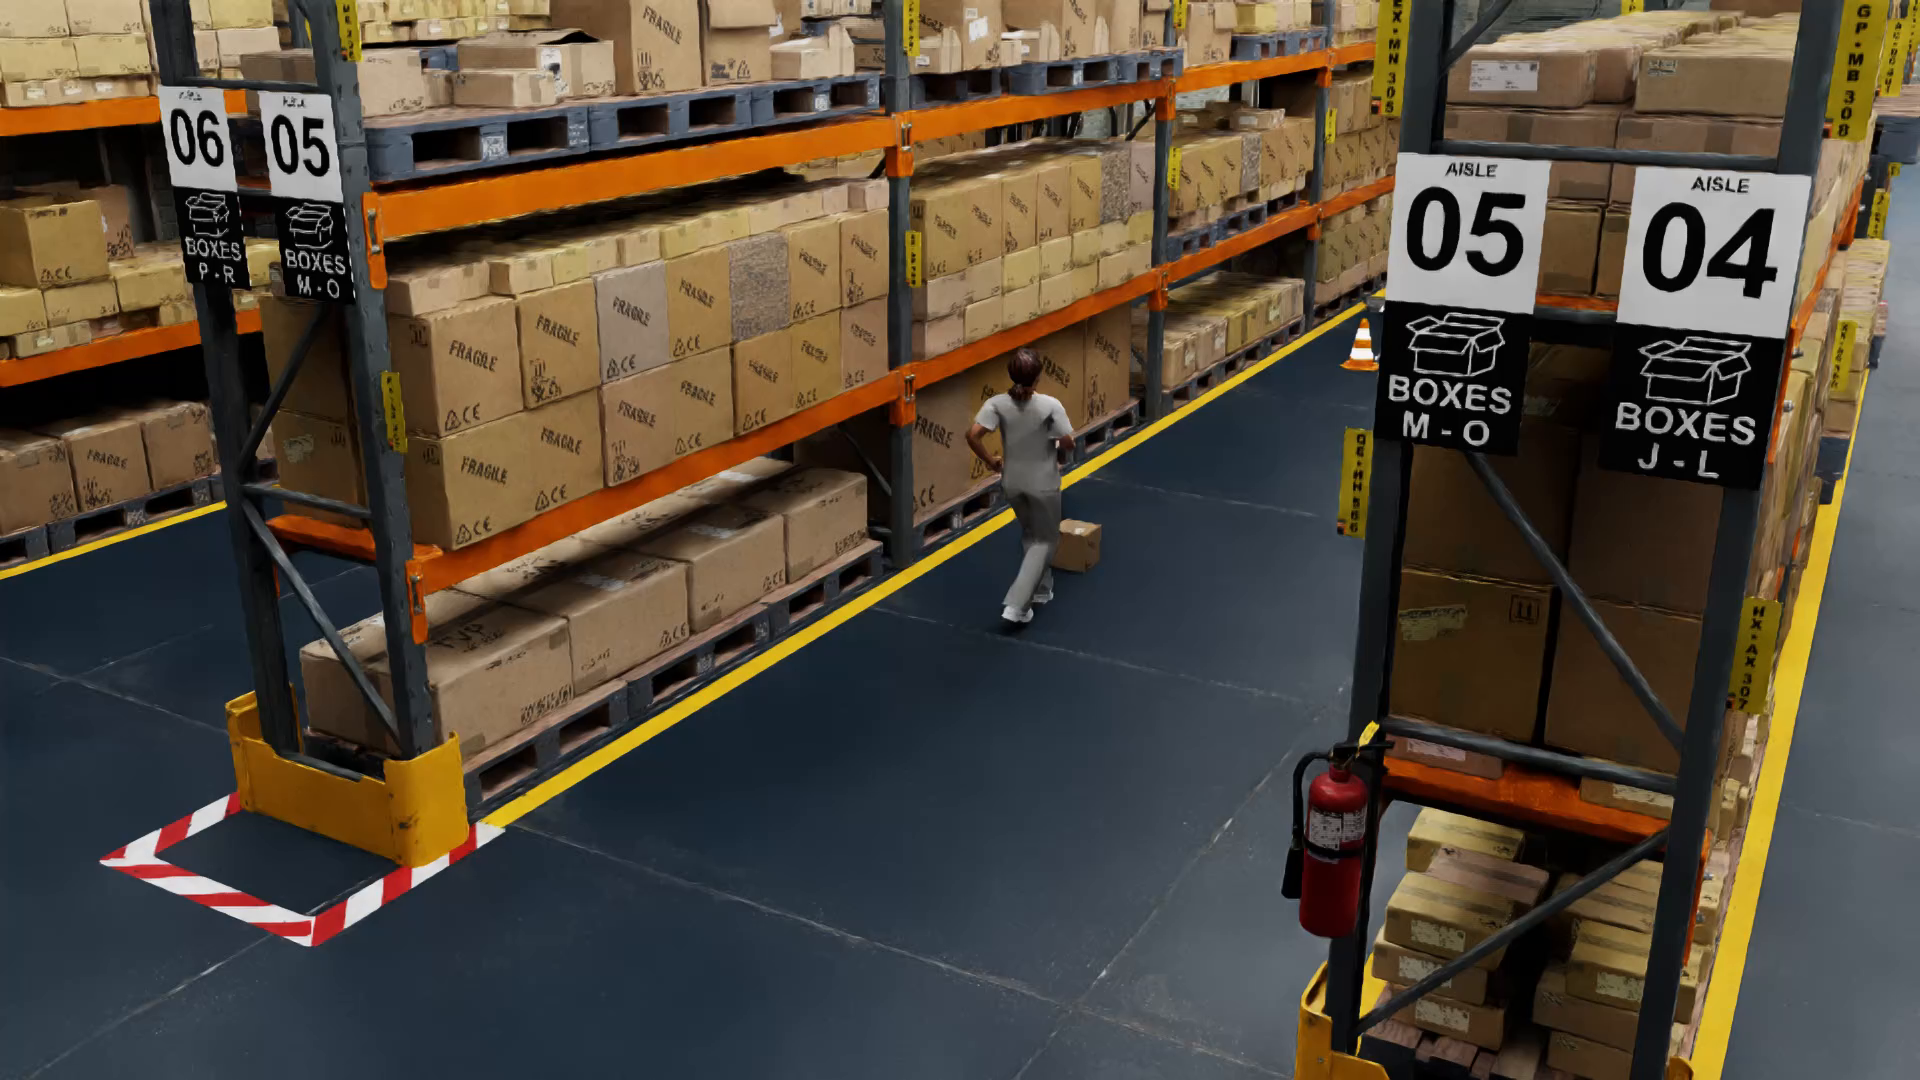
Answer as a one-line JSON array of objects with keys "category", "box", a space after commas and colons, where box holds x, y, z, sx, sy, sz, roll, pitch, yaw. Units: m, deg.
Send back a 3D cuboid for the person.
[{"category": "person", "box": [0.440, -0.321, 9.520, 0.533, 1.654, 0.755, 11, 22, 29]}]
